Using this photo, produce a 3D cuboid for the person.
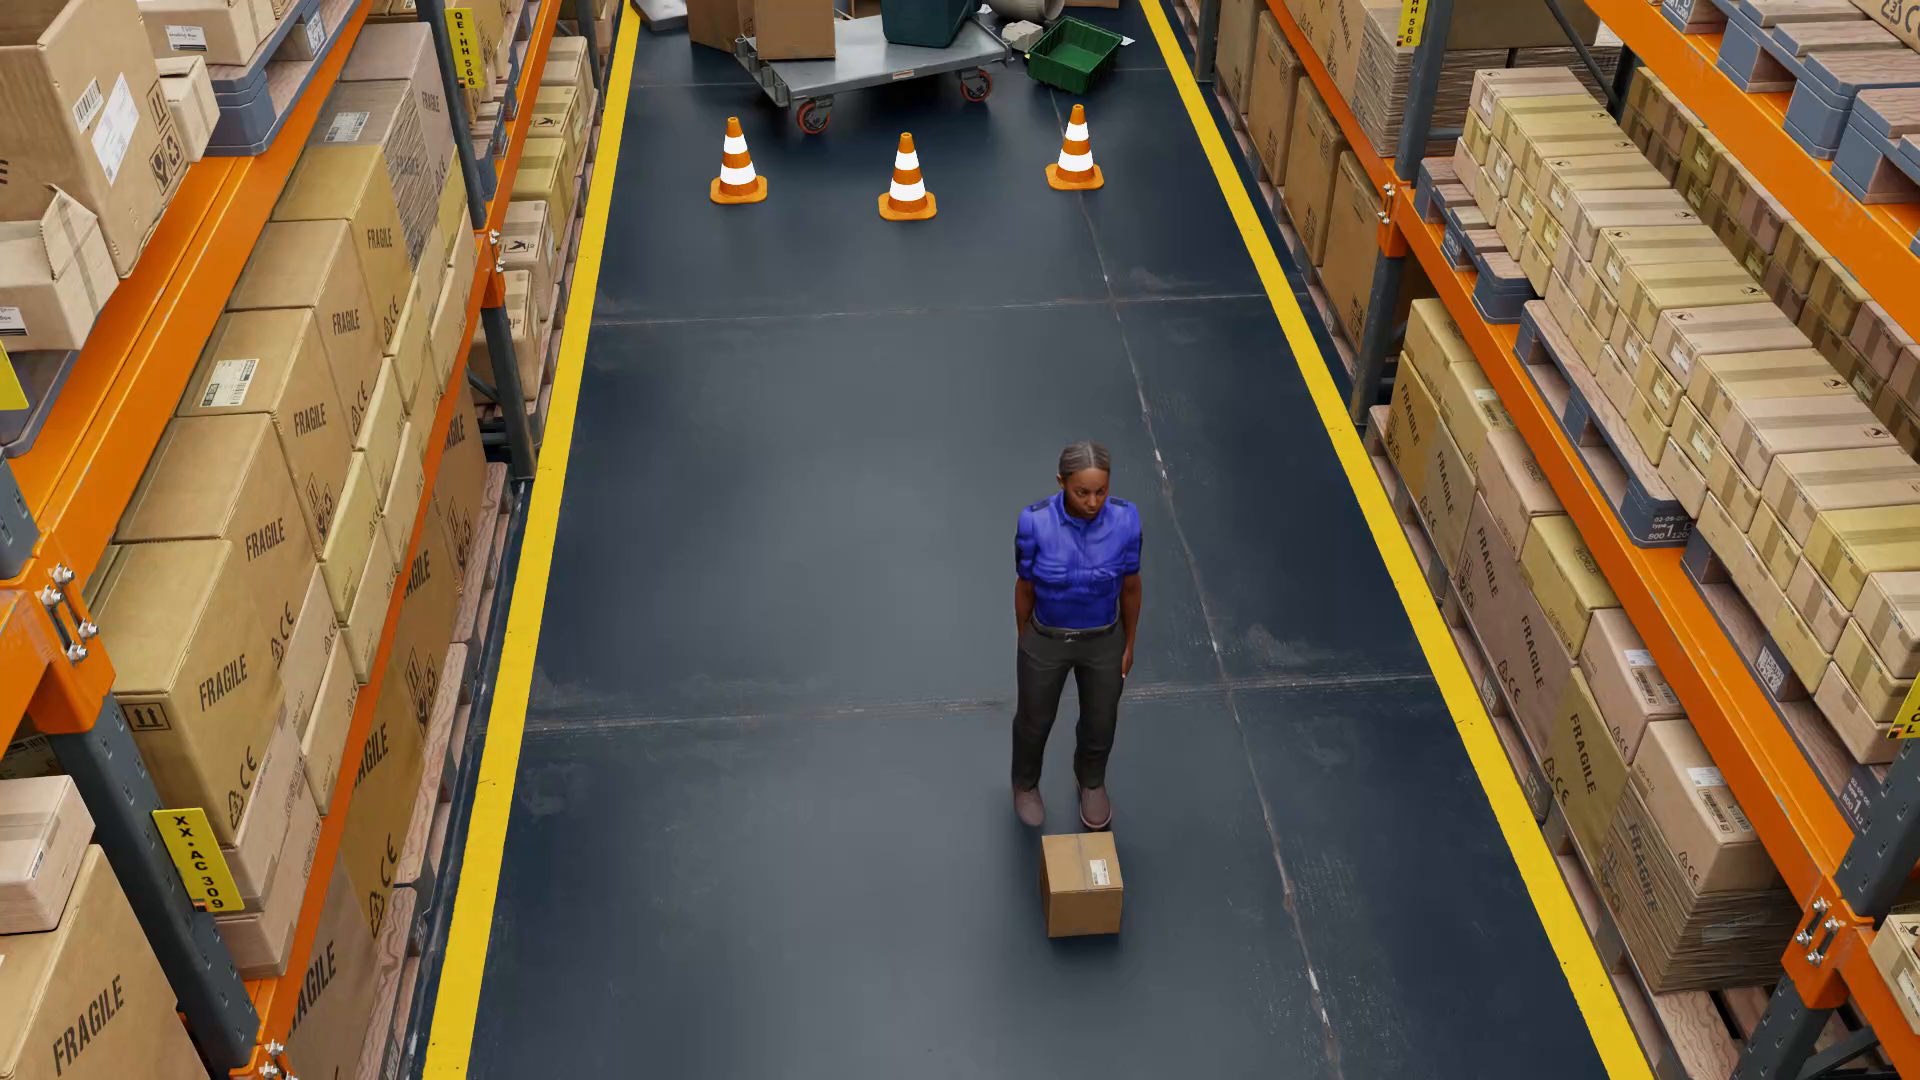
[{"bbox_3d":[0.400,0.355,5.746,0.436,1.677,0.309,-2,39,-3],"label":"person"}]
